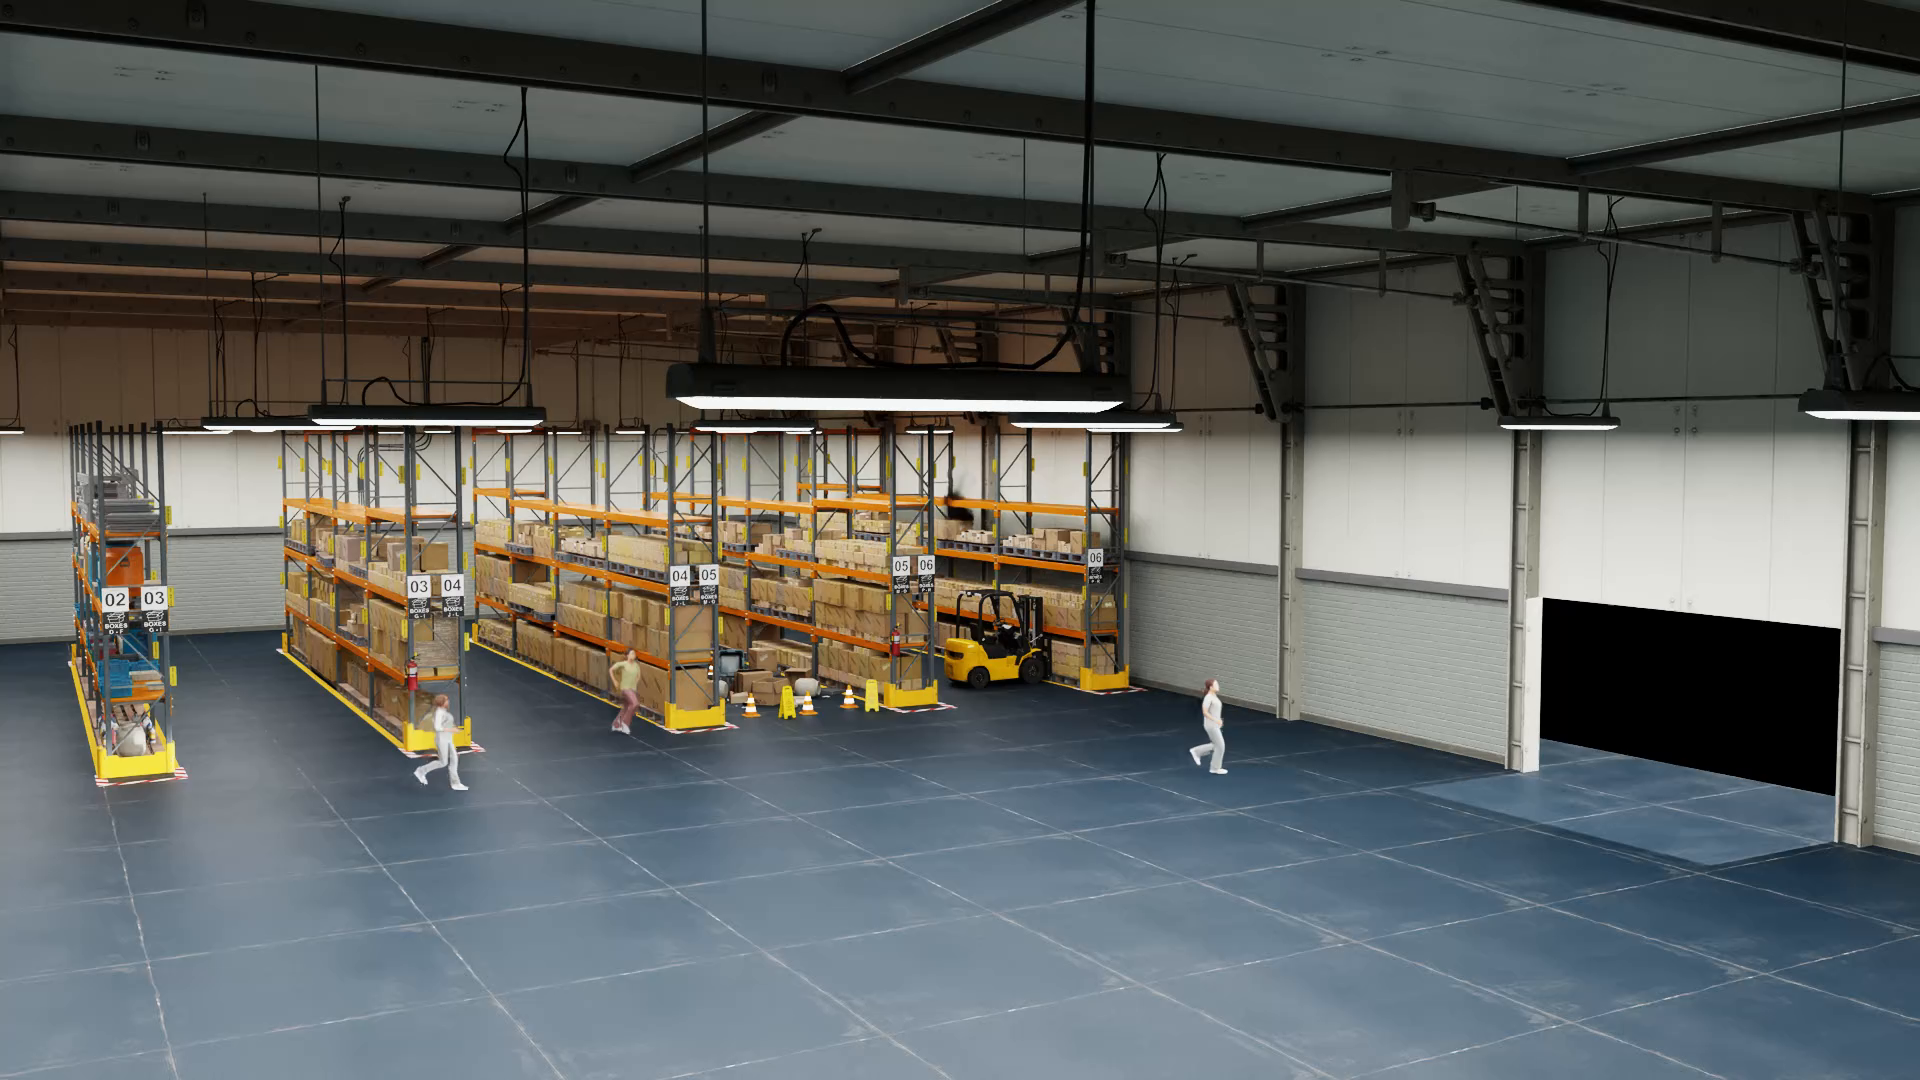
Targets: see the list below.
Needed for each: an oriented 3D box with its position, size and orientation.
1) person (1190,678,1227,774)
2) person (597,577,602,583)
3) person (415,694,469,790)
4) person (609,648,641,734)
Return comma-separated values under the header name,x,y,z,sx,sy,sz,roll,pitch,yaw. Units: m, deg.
name,x,y,z,sx,sy,sz,roll,pitch,yaw
person,4.228,3.155,28.290,0.655,1.627,0.585,1,4,19
person,-10.792,1.758,49.800,0.850,1.793,0.694,-1,4,-19
person,-8.377,3.267,26.852,0.839,1.591,0.538,0,4,-5
person,-6.415,2.908,32.169,0.669,1.635,0.575,2,4,29
